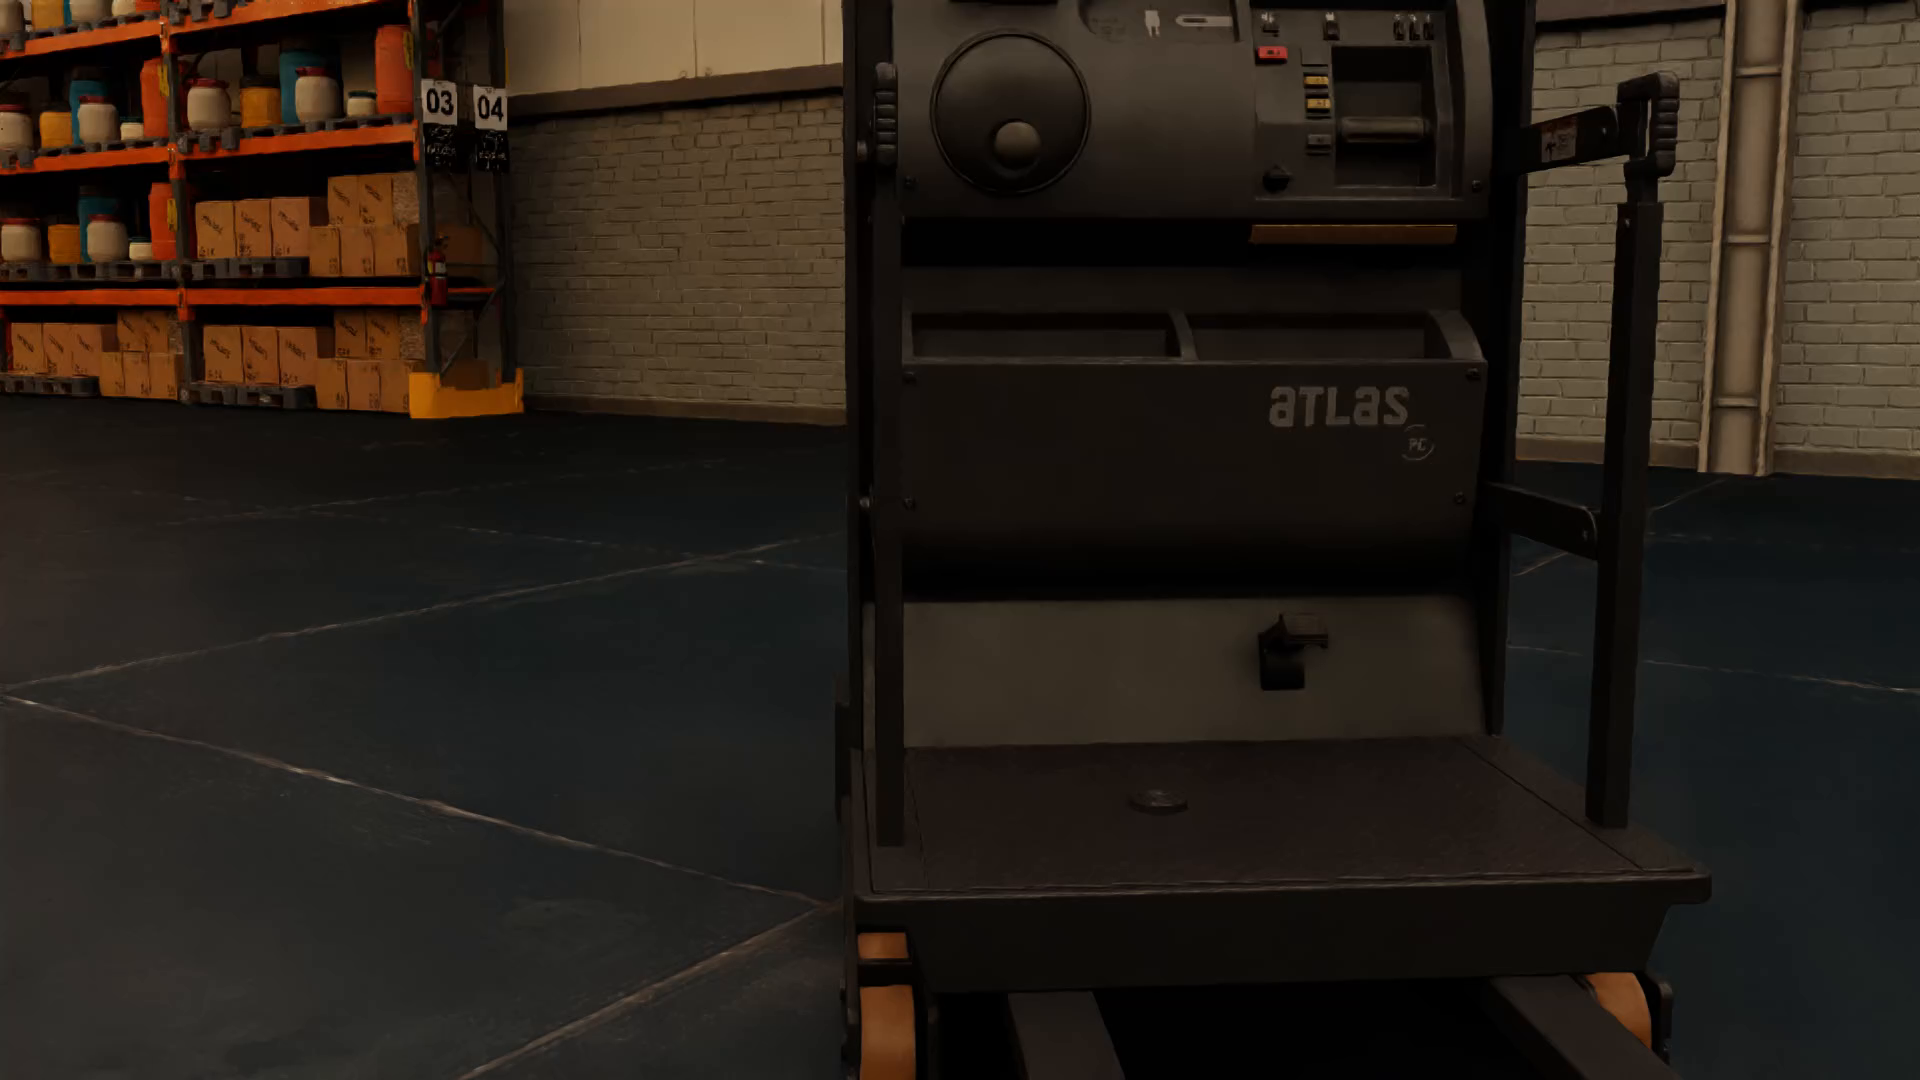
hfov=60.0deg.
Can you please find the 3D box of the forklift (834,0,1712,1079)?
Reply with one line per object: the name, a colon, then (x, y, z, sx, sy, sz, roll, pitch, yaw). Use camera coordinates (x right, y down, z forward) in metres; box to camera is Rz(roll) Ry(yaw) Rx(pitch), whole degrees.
forklift: (0.378, -0.736, 2.365, 1.130, 2.935, 3.031, -1, 8, -4)
